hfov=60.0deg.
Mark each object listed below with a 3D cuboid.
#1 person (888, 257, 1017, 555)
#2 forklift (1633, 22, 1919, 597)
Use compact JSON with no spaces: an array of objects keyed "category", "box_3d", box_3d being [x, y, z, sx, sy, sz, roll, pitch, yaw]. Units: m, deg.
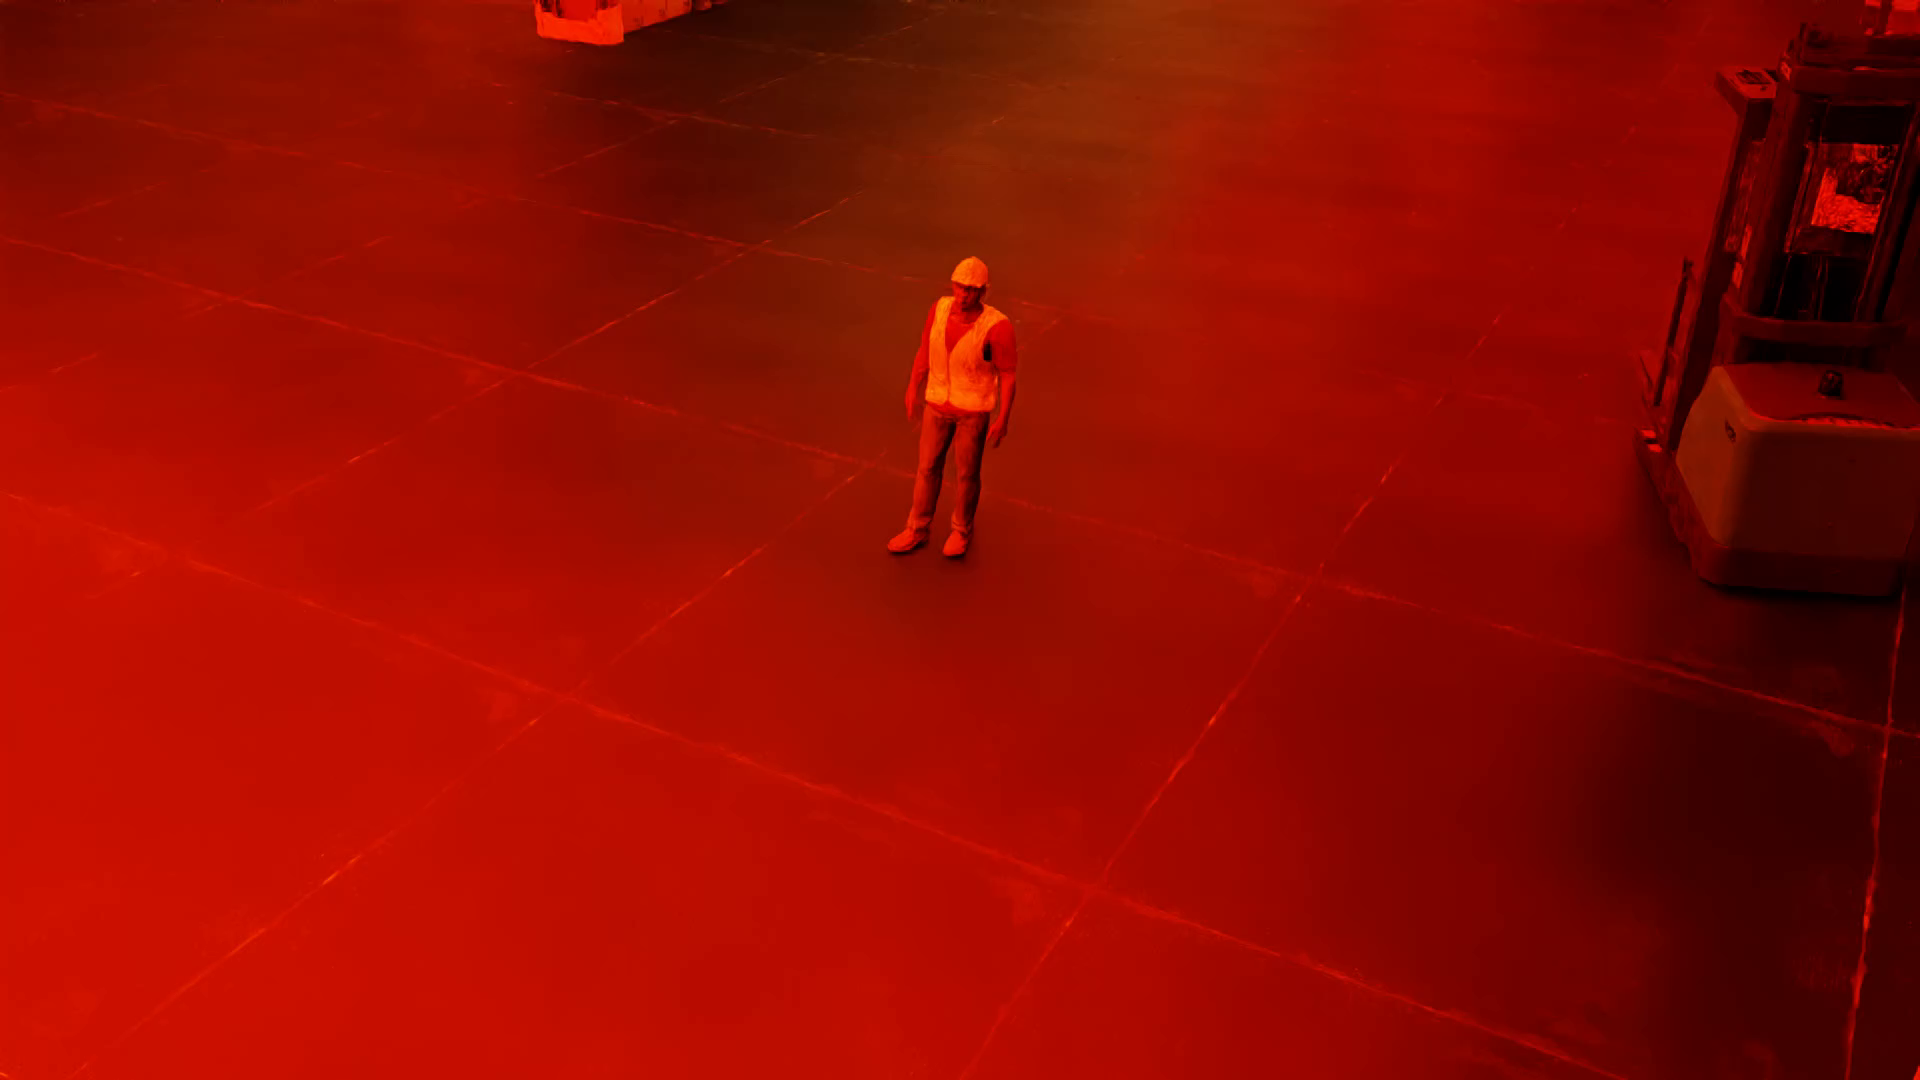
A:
[{"category":"person","box_3d":[-0.039,-0.742,9.507,0.665,1.766,0.576,15,33,25]},{"category":"forklift","box_3d":[4.969,-1.667,9.960,1.130,2.935,3.031,4,30,8]}]
